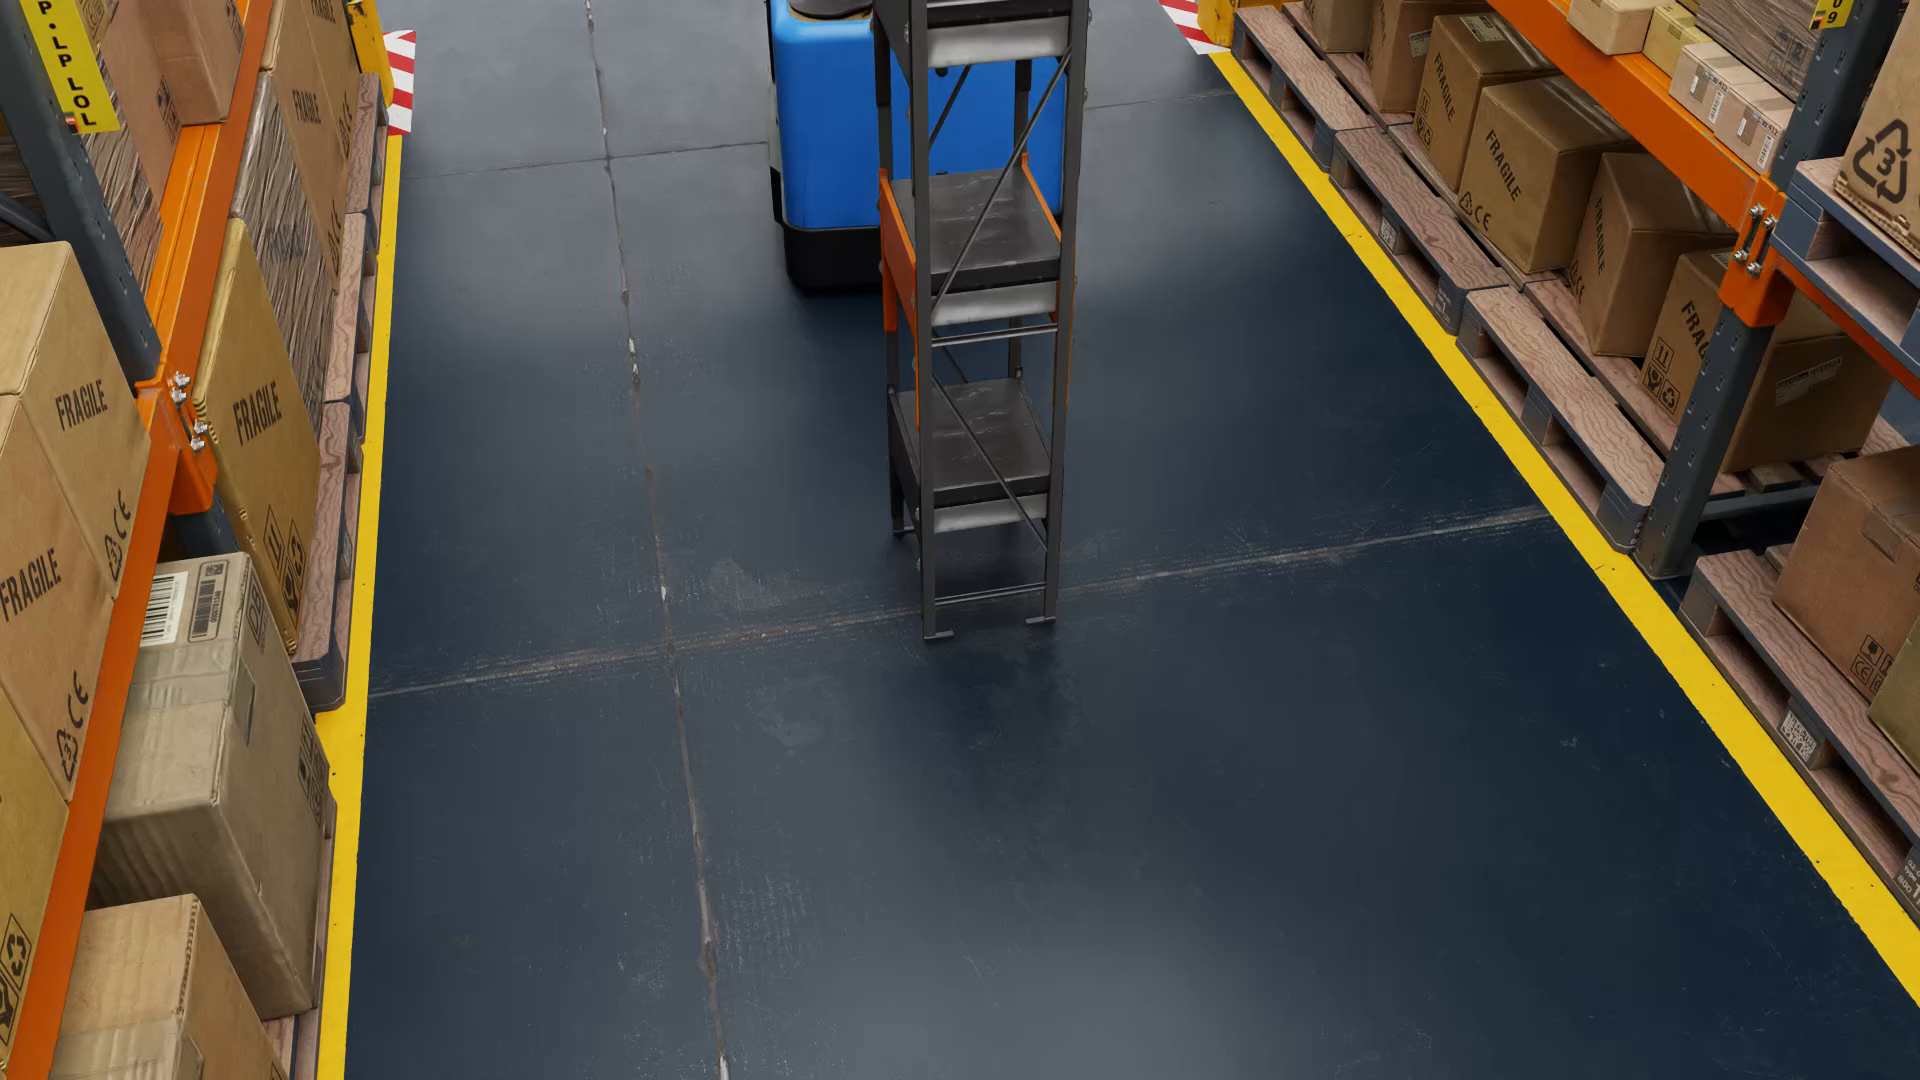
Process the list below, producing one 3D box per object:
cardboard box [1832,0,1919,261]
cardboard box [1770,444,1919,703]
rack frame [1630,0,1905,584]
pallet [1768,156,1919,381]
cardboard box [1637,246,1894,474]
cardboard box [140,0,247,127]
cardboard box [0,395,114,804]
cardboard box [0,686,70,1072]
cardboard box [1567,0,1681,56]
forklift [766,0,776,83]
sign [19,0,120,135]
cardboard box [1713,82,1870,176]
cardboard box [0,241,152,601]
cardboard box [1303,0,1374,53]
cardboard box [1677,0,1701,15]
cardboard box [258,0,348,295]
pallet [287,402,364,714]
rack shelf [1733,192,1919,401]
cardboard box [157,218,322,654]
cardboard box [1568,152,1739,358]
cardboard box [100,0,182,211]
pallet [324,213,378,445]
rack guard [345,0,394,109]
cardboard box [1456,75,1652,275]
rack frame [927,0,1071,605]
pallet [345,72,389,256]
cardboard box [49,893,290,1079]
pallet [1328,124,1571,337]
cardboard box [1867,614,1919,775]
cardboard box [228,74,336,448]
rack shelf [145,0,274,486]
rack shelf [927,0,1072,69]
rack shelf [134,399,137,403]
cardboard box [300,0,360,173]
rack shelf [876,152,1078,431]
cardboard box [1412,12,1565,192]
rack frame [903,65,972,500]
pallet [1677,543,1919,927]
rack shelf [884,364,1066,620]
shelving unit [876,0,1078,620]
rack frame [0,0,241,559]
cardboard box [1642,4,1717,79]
[{"bbox_3d":[2.629,-0.947,3.289,1.000,1.000,1.000,-8,42,-9],"label":"cardboard box"},{"bbox_3d":[2.706,0.071,4.462,0.700,0.500,0.500,-11,43,-13],"label":"cardboard box"},{"bbox_3d":[2.594,-1.101,4.231,1.000,3.000,0.127,-8,42,-9],"label":"rack frame"},{"bbox_3d":[2.617,-0.513,3.713,1.003,0.211,1.213,-8,42,-9],"label":"pallet"},{"bbox_3d":[2.547,-0.588,5.220,0.500,0.500,0.500,-10,42,-11],"label":"cardboard box"},{"bbox_3d":[-2.504,-1.469,4.533,0.875,0.550,0.550,-8,42,-9],"label":"cardboard box"},{"bbox_3d":[-1.788,0.134,2.764,0.500,0.500,0.500,-9,42,-10],"label":"cardboard box"},{"bbox_3d":[-1.679,0.462,2.395,0.500,0.500,0.500,-8,42,-9],"label":"cardboard box"},{"bbox_3d":[2.058,-1.584,4.964,0.380,0.149,0.250,-8,42,-9],"label":"cardboard box"},{"bbox_3d":[-0.275,-3.016,6.440,1.121,2.935,3.031,-4,42,-5],"label":"forklift"},{"bbox_3d":[-1.743,-0.943,3.240,0.100,0.325,0.005,-8,42,-9],"label":"sign"},{"bbox_3d":[2.261,-1.104,4.424,0.380,0.149,0.250,-8,42,-9],"label":"cardboard box"},{"bbox_3d":[-1.897,-0.193,3.133,0.500,0.500,0.500,-9,42,-10],"label":"cardboard box"},{"bbox_3d":[1.849,-2.509,7.383,0.500,0.500,0.500,-1,42,-1],"label":"cardboard box"},{"bbox_3d":[2.484,-1.879,4.808,0.875,0.500,0.500,-8,42,-9],"label":"cardboard box"},{"bbox_3d":[-2.731,-1.411,5.864,0.875,0.875,0.875,-9,42,-10],"label":"cardboard box"},{"bbox_3d":[-2.358,0.083,4.997,1.003,0.211,1.213,-8,42,-9],"label":"pallet"},{"bbox_3d":[3.026,0.465,3.009,1.077,0.370,4.000,-8,42,-9],"label":"rack shelf"},{"bbox_3d":[-2.338,-0.236,4.540,0.875,0.875,0.875,-8,42,-9],"label":"cardboard box"},{"bbox_3d":[2.224,-2.451,6.008,1.144,2.239,2.984,4,42,4],"label":"cardboard box"},{"bbox_3d":[-2.503,-1.102,4.119,0.875,0.550,0.550,-8,42,-9],"label":"cardboard box"},{"bbox_3d":[-2.625,-0.709,5.890,1.003,0.211,1.213,-8,42,-9],"label":"pallet"},{"bbox_3d":[-3.139,-2.129,7.272,1.175,0.500,0.348,-8,42,-9],"label":"rack guard"},{"bbox_3d":[2.205,-1.349,6.077,0.500,0.500,0.500,-12,43,-13],"label":"cardboard box"},{"bbox_3d":[0.087,-0.520,4.254,0.380,1.831,0.006,-8,42,-9],"label":"rack frame"},{"bbox_3d":[-2.885,-1.498,6.779,1.003,0.211,1.213,-8,42,-9],"label":"pallet"},{"bbox_3d":[-1.844,1.244,2.967,1.050,0.750,0.750,-8,42,-9],"label":"cardboard box"},{"bbox_3d":[2.148,-1.281,6.534,1.003,0.211,1.213,-8,42,-9],"label":"pallet"},{"bbox_3d":[2.790,0.382,4.111,0.700,0.500,0.500,-9,42,-10],"label":"cardboard box"},{"bbox_3d":[-2.536,-0.820,5.198,0.875,0.875,0.875,-8,42,-9],"label":"cardboard box"},{"bbox_3d":[-2.702,-1.483,5.203,1.077,0.370,4.000,-8,42,-9],"label":"rack shelf"},{"bbox_3d":[0.036,-1.294,3.886,0.368,0.174,0.457,-8,42,-9],"label":"rack shelf"},{"bbox_3d":[-1.839,1.037,2.217,0.919,0.124,3.809,-8,42,-9],"label":"rack shelf"},{"bbox_3d":[-2.923,-1.981,6.506,0.875,0.875,0.875,-8,42,-9],"label":"cardboard box"},{"bbox_3d":[0.036,-0.668,4.441,0.431,0.518,0.480,-8,42,-9],"label":"rack shelf"},{"bbox_3d":[2.128,-1.718,6.492,0.500,0.500,0.500,-5,42,-5],"label":"cardboard box"},{"bbox_3d":[-0.018,-0.836,4.610,0.380,1.831,0.006,-8,42,-9],"label":"rack frame"},{"bbox_3d":[2.764,0.447,4.588,1.003,0.211,1.213,-8,42,-9],"label":"pallet"},{"bbox_3d":[0.036,-0.144,4.906,0.431,0.518,0.480,-8,42,-9],"label":"rack shelf"},{"bbox_3d":[-5.628,-0.965,2.385,12.070,5.092,0.667,-8,42,-9],"label":"shelving unit"},{"bbox_3d":[-2.271,-0.456,3.504,1.000,3.000,0.127,-8,42,-9],"label":"rack frame"},{"bbox_3d":[2.221,-1.438,4.800,0.380,0.149,0.250,-8,42,-9],"label":"cardboard box"}]
